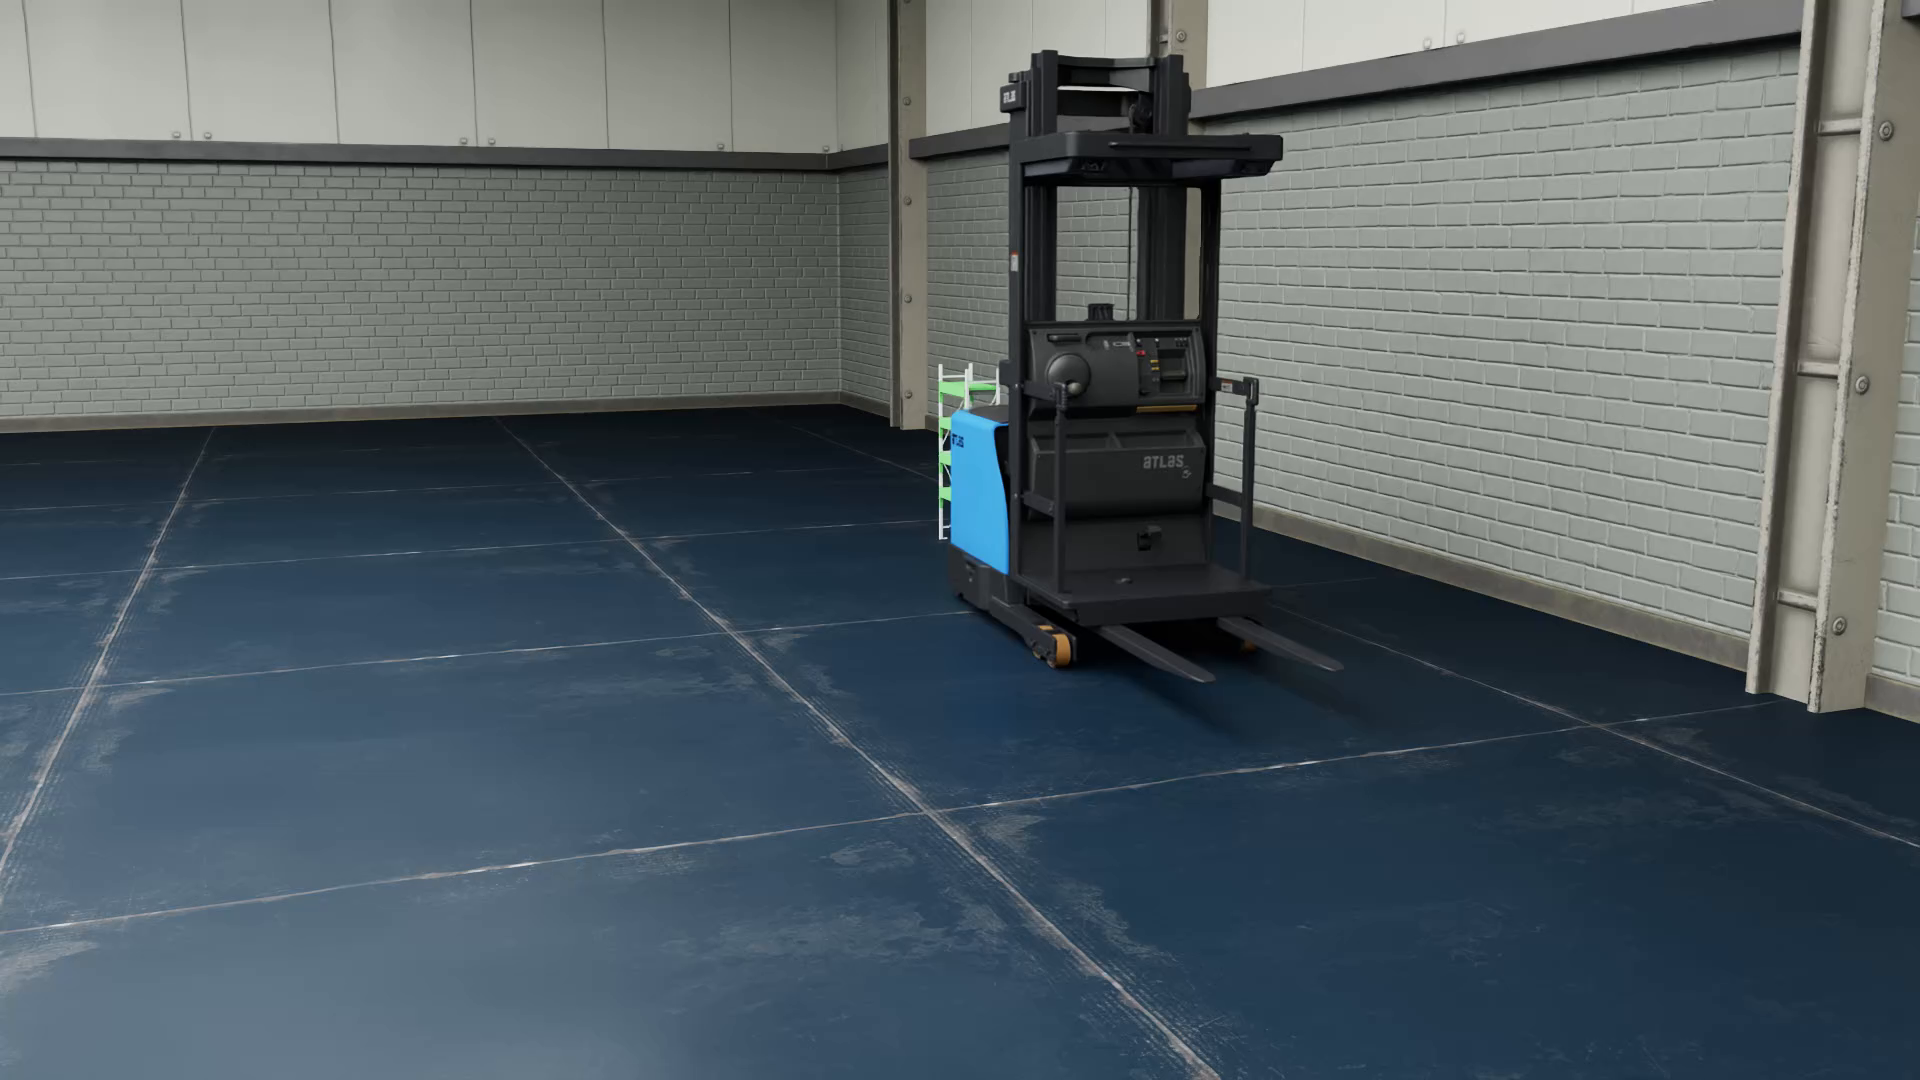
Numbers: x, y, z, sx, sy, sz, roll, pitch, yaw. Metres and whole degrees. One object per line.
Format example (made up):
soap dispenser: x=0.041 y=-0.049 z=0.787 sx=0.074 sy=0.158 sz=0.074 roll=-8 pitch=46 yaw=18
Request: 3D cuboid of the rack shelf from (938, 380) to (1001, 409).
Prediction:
rack shelf: x=0.060 y=-0.973 z=11.090 sx=0.258 sy=0.148 sz=0.480 roll=-4 pitch=11 yaw=-21

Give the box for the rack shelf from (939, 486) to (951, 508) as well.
rack shelf: x=0.060 y=-0.265 z=11.216 sx=0.258 sy=0.148 sz=0.480 roll=-4 pitch=11 yaw=-21

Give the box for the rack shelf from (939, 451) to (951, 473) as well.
rack shelf: x=0.060 y=-0.501 z=11.174 sx=0.258 sy=0.148 sz=0.480 roll=-4 pitch=11 yaw=-21

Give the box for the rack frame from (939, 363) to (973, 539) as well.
rack frame: x=-0.028 y=-0.604 z=11.387 sx=0.240 sy=1.200 sz=0.015 roll=-4 pitch=11 yaw=-21

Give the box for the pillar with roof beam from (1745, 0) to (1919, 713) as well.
pillar with roof beam: x=-0.230 y=-3.449 z=5.112 sx=9.100 sy=9.000 sz=0.400 roll=-4 pitch=11 yaw=-21

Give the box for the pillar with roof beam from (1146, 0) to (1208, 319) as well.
pillar with roof beam: x=-2.404 y=-4.428 z=10.618 sx=9.100 sy=9.000 sz=0.400 roll=-4 pitch=11 yaw=-21

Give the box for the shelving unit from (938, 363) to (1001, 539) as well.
shelving unit: x=0.060 y=-0.564 z=11.163 sx=0.258 sy=1.200 sz=0.503 roll=-4 pitch=11 yaw=-21

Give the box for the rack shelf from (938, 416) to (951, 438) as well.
rack shelf: x=0.060 y=-0.737 z=11.132 sx=0.258 sy=0.148 sz=0.480 roll=-4 pitch=11 yaw=-21

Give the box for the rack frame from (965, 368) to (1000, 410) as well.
rack frame: x=0.148 y=-0.524 z=10.939 sx=0.240 sy=1.200 sz=0.015 roll=-4 pitch=11 yaw=-21

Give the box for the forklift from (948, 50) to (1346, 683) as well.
forklift: x=0.862 y=-0.908 z=8.158 sx=1.130 sy=2.935 sz=3.031 roll=-3 pitch=11 yaw=-17

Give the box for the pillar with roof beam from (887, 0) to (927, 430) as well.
pillar with roof beam: x=-4.579 y=-5.407 z=16.124 sx=9.100 sy=9.000 sz=0.400 roll=-4 pitch=11 yaw=-21
